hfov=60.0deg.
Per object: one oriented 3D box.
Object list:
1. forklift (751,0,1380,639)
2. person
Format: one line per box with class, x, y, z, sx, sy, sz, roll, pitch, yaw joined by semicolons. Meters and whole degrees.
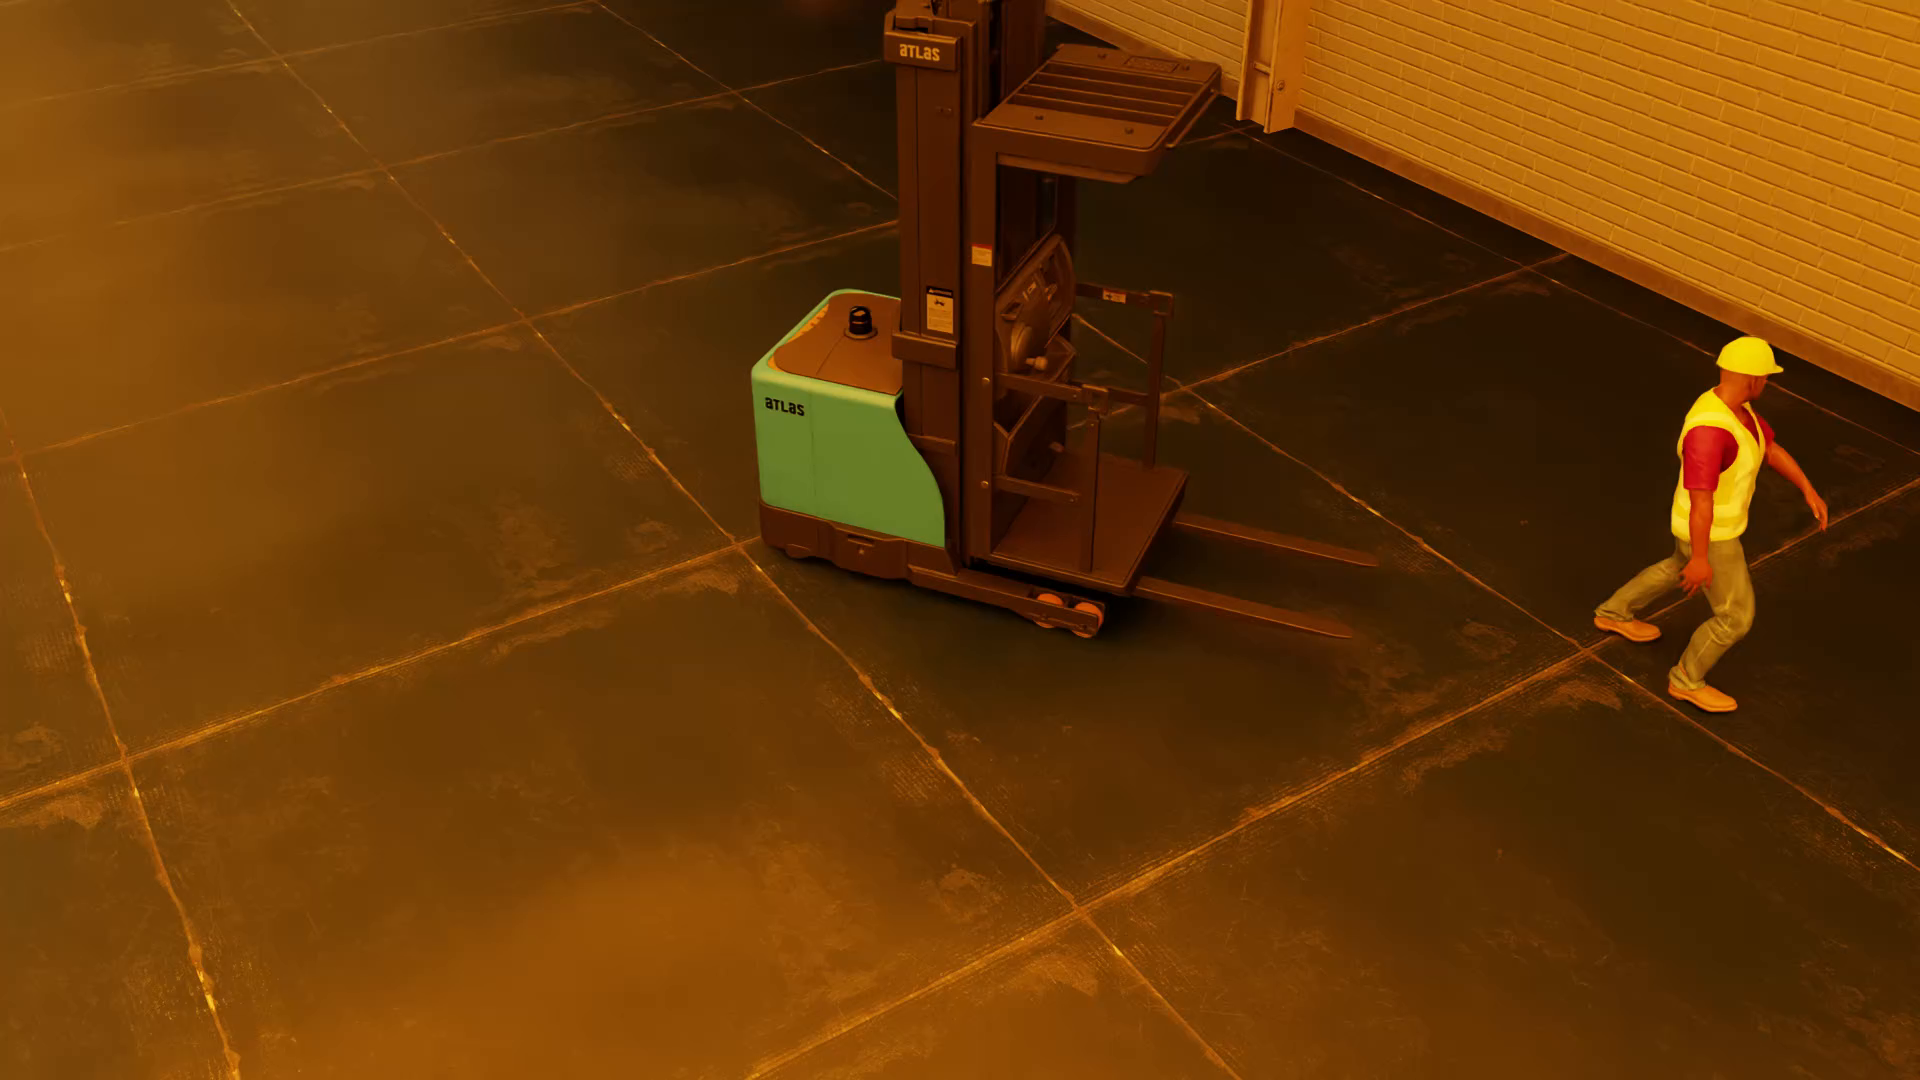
forklift;0.538;-1.077;7.681;3.031;2.935;1.130;13;37;18
person;3.356;-0.057;7.322;0.817;1.690;0.753;14;37;19
